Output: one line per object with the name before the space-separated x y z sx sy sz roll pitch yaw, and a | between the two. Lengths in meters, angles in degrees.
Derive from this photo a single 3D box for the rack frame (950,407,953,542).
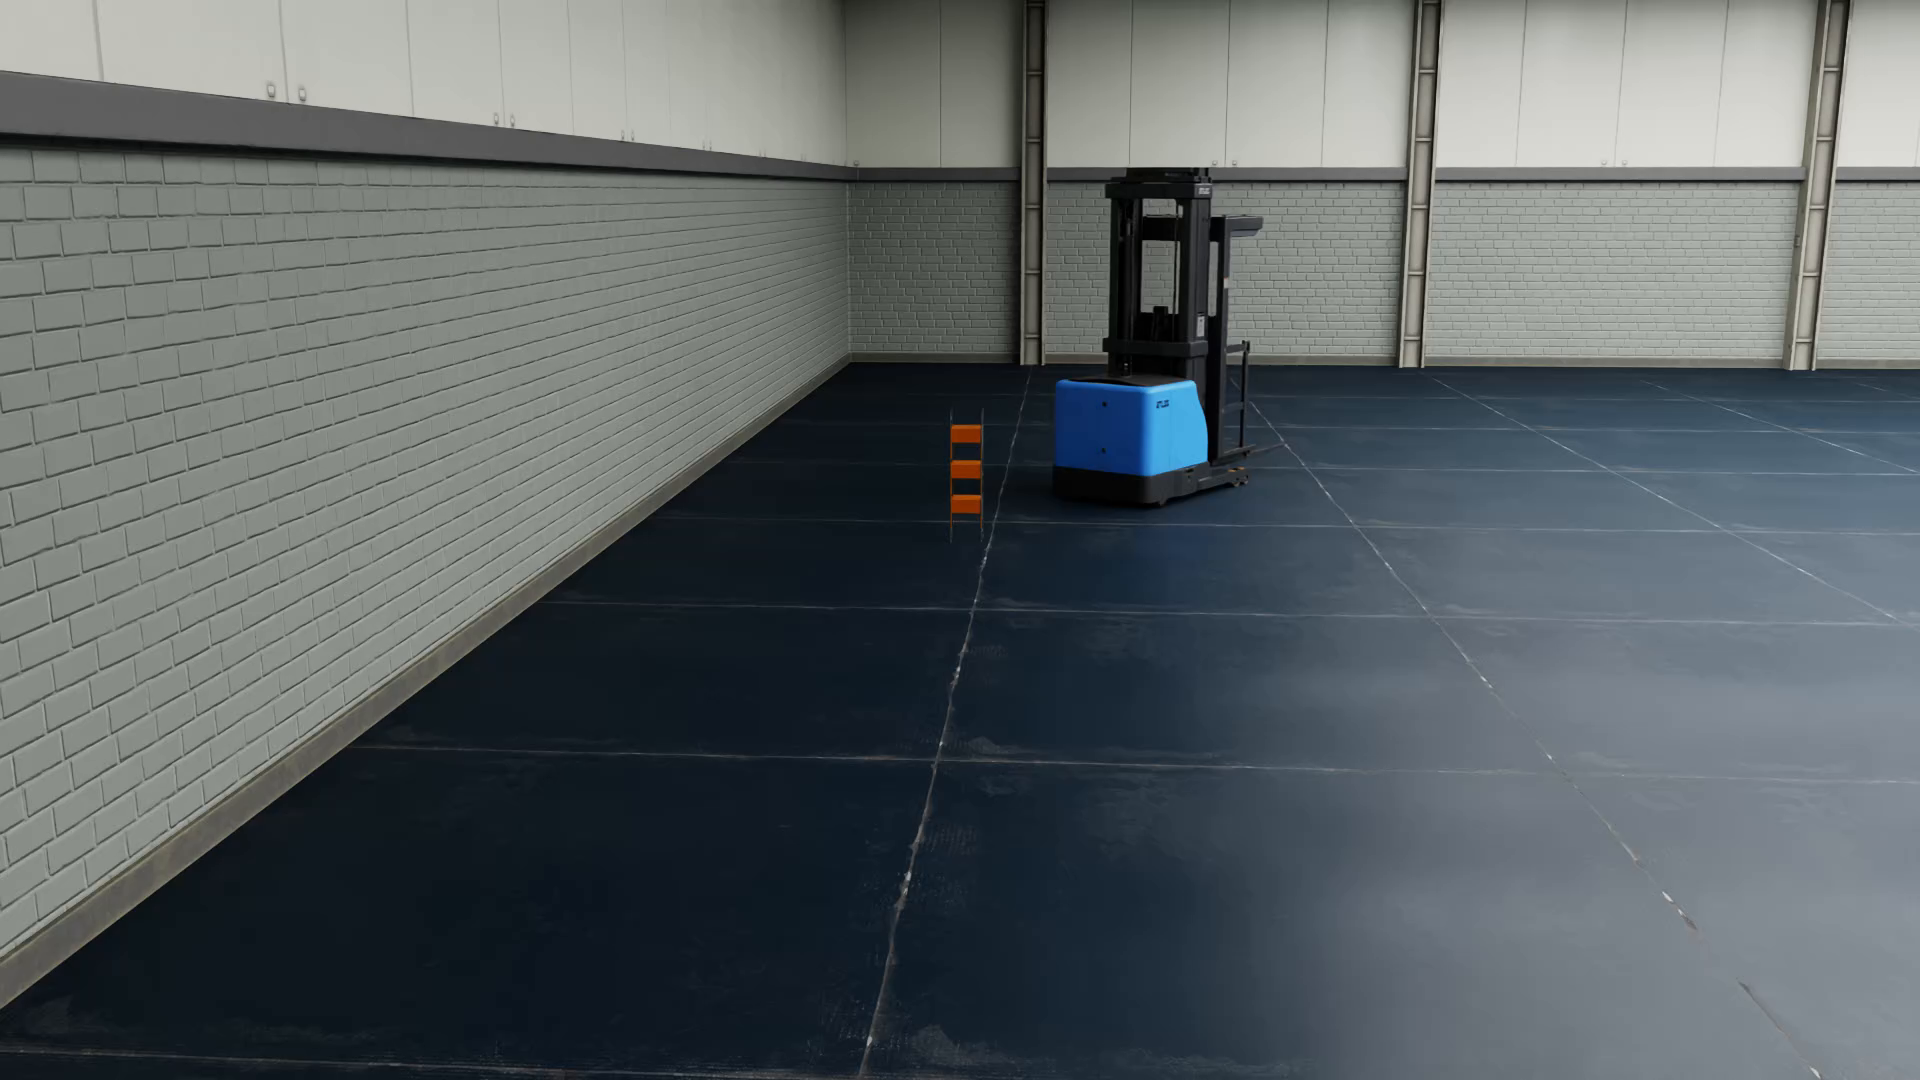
rack frame | -0.068 -0.515 13.165 0.008 1.050 0.200 1 12 4

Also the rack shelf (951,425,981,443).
rack shelf | 0.053 -0.781 13.101 0.240 0.259 0.215 1 12 4

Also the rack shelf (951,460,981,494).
rack shelf | 0.053 -0.503 13.159 0.240 0.259 0.215 1 12 4

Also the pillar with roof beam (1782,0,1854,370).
pillar with roof beam | 12.857 -6.204 20.949 0.400 9.000 9.100 1 12 4

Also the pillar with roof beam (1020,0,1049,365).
pillar with roof beam | 0.883 -6.368 21.734 0.400 9.000 9.100 1 12 4

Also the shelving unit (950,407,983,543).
shelving unit | 0.053 -0.513 13.157 0.252 1.050 0.215 1 12 4

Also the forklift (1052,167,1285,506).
forklift | 2.120 -1.985 15.597 1.130 2.935 3.031 9 15 36

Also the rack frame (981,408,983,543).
rack frame | 0.175 -0.511 13.149 0.008 1.050 0.200 1 12 4

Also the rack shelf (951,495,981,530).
rack shelf | 0.053 -0.231 13.216 0.240 0.259 0.215 1 12 4

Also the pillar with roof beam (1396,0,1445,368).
pillar with roof beam | 6.870 -6.286 21.341 0.400 9.000 9.100 1 12 4
